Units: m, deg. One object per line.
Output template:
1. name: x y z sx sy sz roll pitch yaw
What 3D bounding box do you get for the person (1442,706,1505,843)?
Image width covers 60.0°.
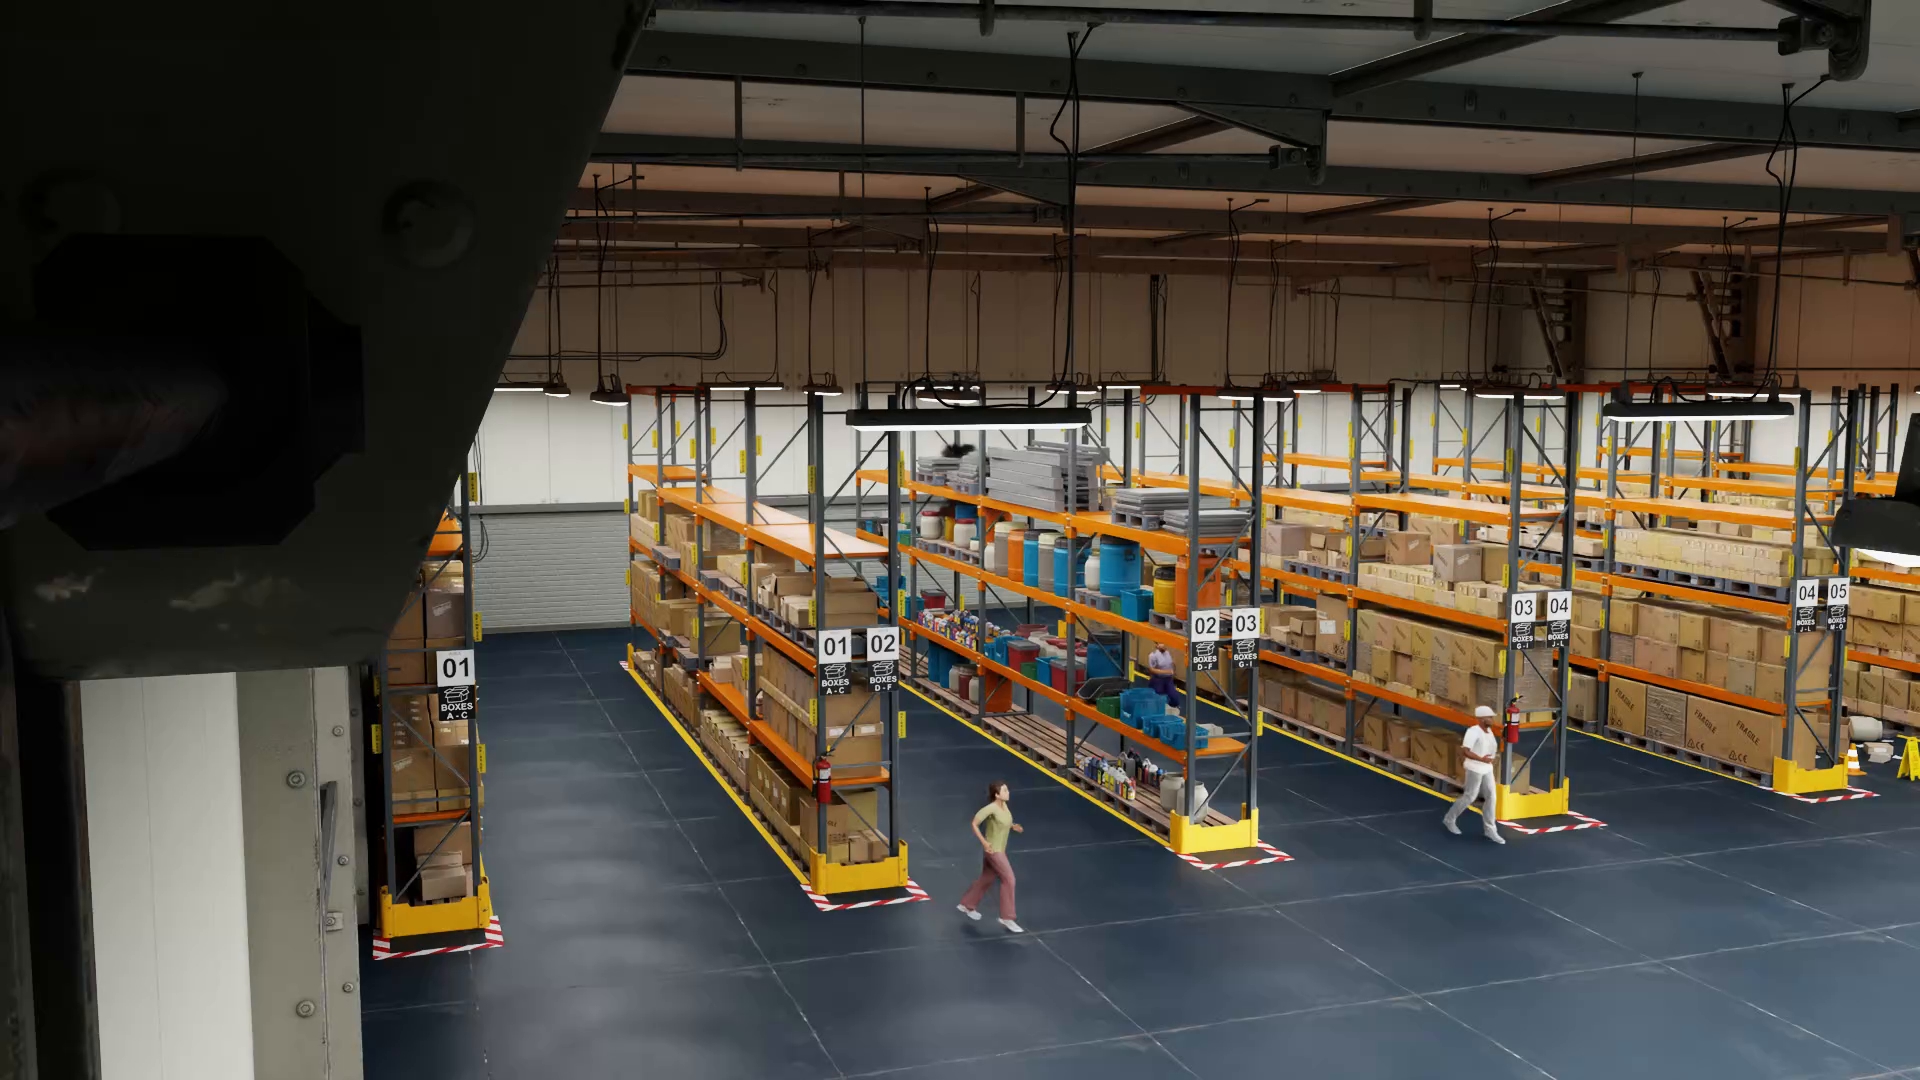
1. person: 7.025 3.134 22.470 0.740 1.800 0.829 -6 8 -44

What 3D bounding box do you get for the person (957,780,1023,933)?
1. person: 0.354 3.550 18.865 0.800 1.713 0.570 2 6 15

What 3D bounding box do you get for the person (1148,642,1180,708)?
1. person: 3.565 2.514 29.128 0.601 1.623 0.648 -3 7 -30
